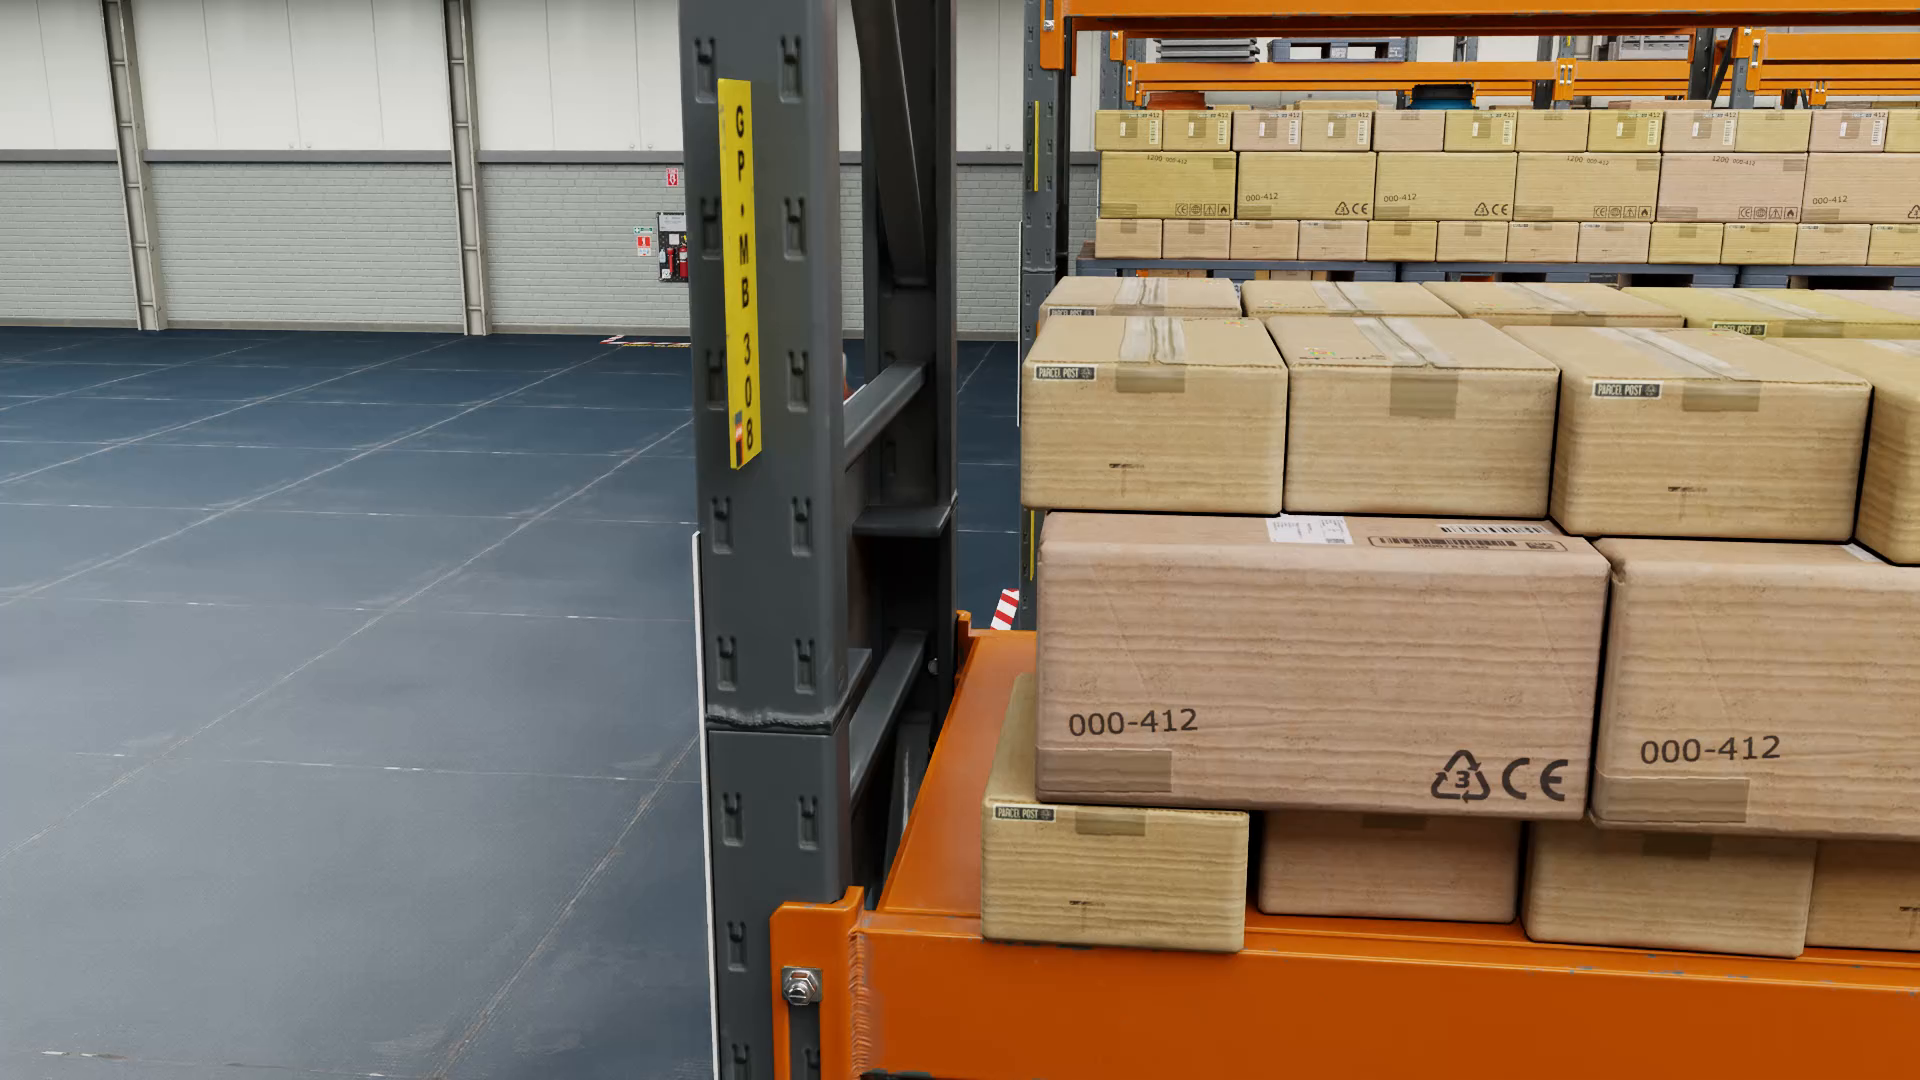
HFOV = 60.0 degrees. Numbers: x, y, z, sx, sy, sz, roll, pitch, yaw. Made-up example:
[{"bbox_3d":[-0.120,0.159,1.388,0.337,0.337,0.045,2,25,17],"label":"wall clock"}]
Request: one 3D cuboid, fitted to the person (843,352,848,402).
[{"bbox_3d":[-1.327,-1.278,15.954,0.550,1.774,0.632,-1,14,-4],"label":"person"}]
